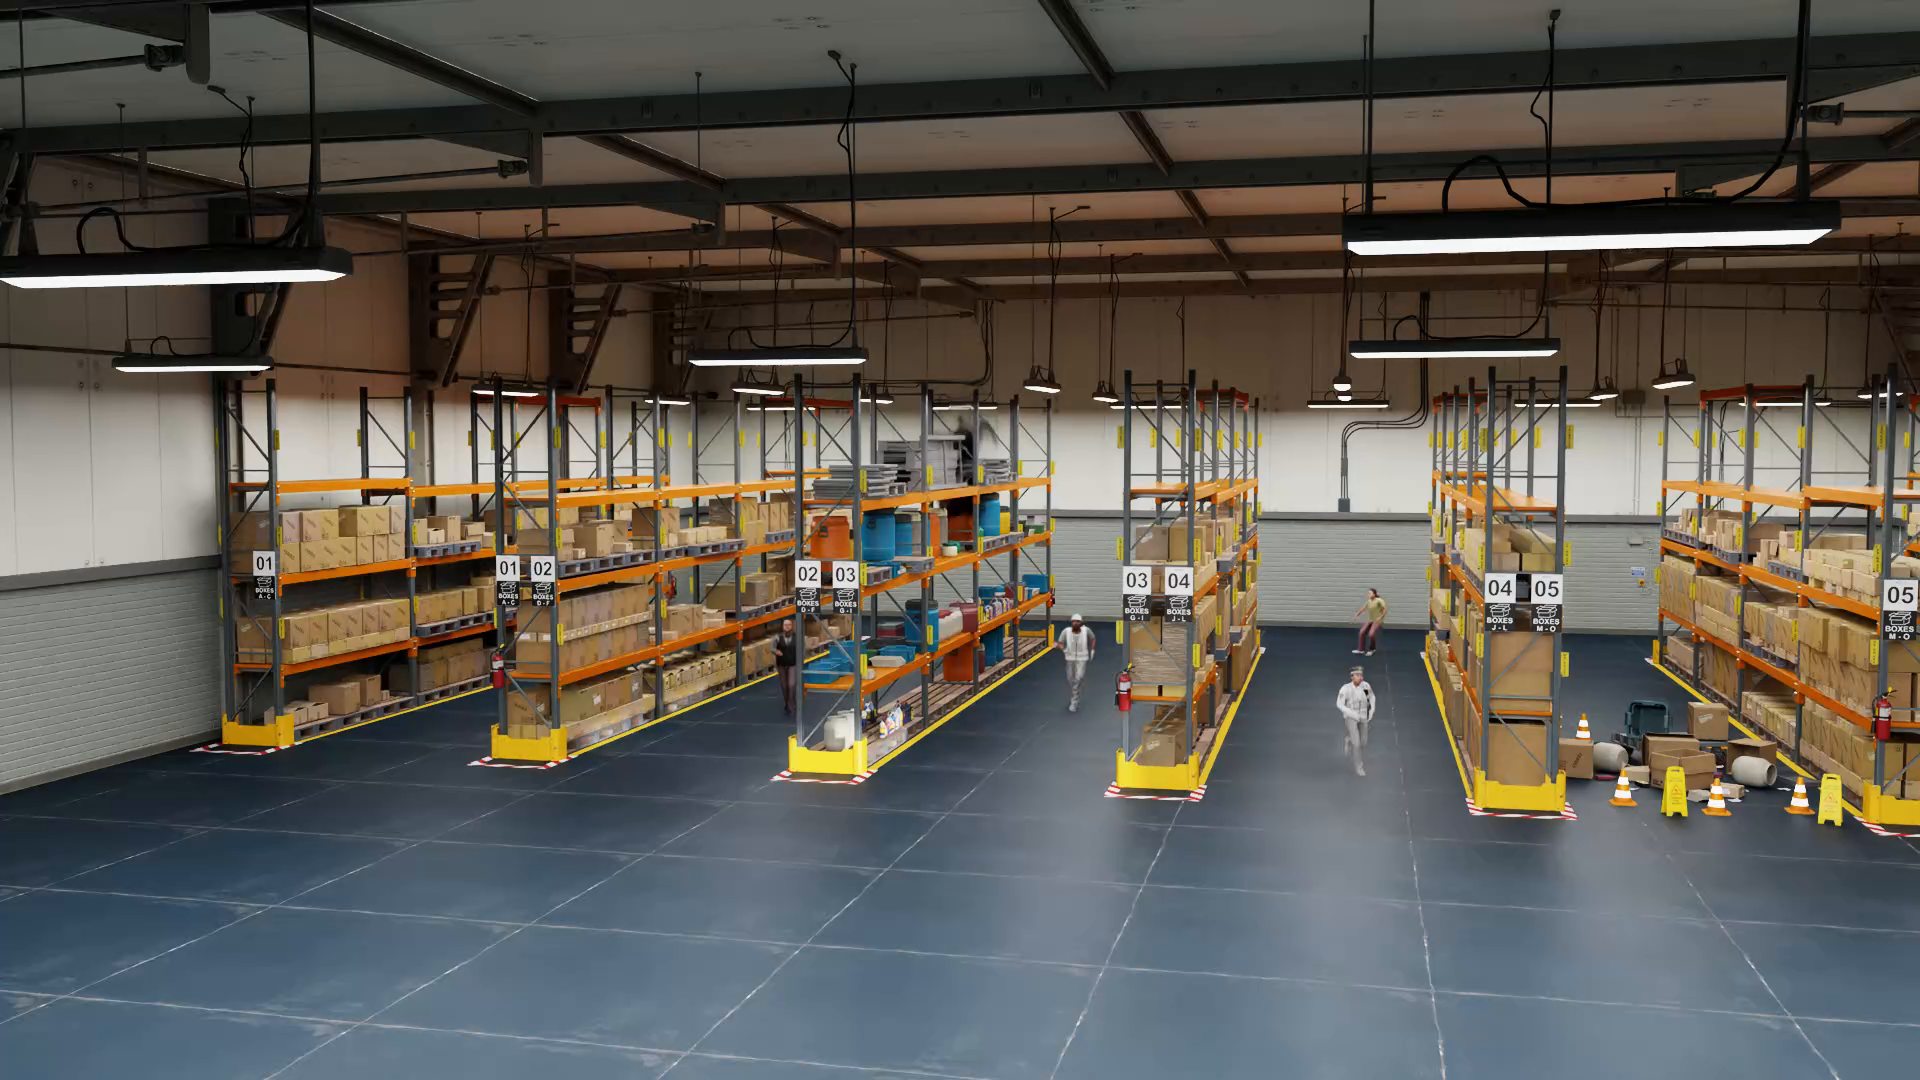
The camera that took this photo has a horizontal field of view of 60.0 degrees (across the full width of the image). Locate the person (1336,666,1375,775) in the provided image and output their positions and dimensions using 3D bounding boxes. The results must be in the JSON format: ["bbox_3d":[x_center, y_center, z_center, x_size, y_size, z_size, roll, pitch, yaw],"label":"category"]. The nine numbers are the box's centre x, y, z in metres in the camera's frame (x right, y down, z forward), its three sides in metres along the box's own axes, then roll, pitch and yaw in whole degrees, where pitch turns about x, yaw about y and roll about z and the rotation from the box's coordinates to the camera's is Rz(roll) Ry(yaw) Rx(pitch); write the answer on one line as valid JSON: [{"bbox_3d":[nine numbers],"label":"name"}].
[{"bbox_3d":[5.964,2.701,25.074,0.648,1.649,0.655,-1,3,-11],"label":"person"}]

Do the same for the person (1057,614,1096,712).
[{"bbox_3d":[2.169,2.252,31.027,0.707,1.773,1.032,1,3,9],"label":"person"}]

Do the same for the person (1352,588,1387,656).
[{"bbox_3d":[9.523,1.911,38.680,0.480,1.593,0.841,-3,4,-39],"label":"person"}]

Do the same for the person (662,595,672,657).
[{"bbox_3d":[-6.243,2.025,35.501,0.562,1.715,0.857,1,4,15],"label":"person"}]

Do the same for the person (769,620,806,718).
[{"bbox_3d":[-3.146,2.328,30.279,0.640,1.768,0.791,0,3,1],"label":"person"}]
